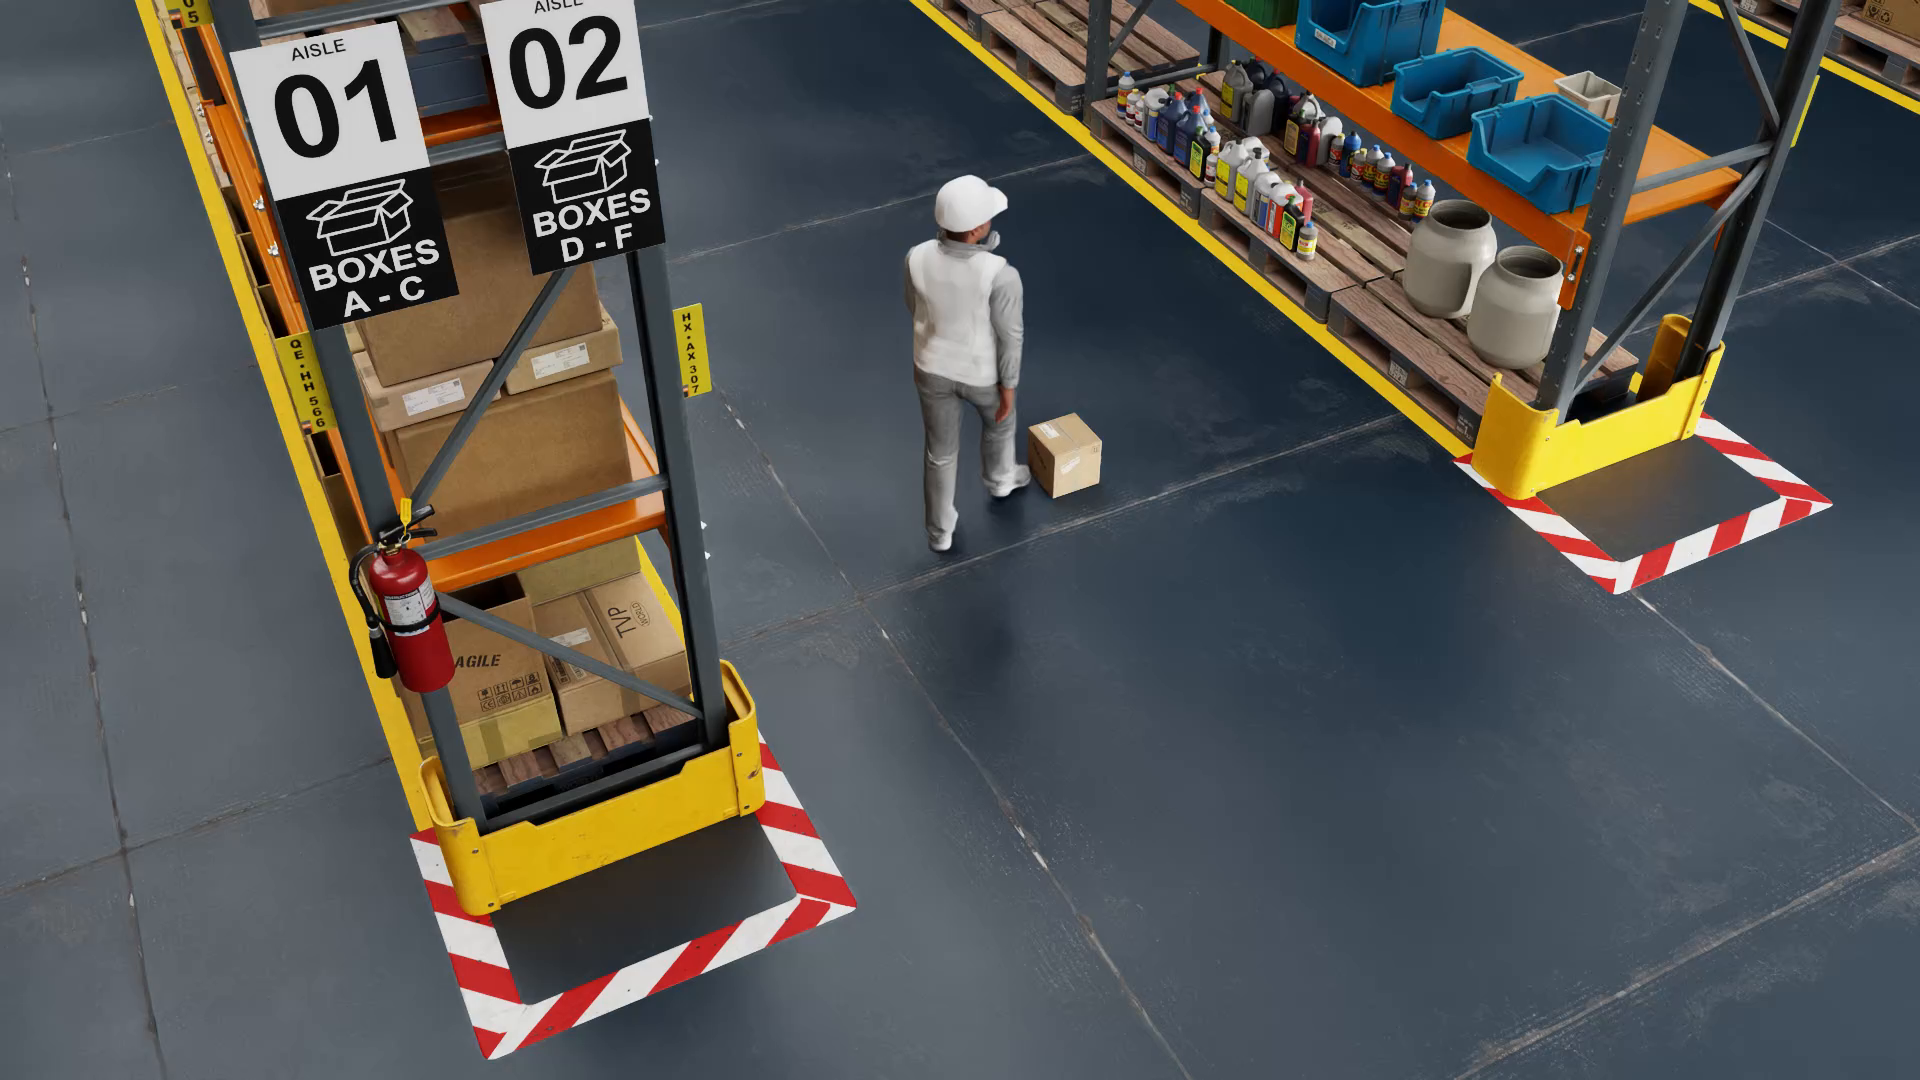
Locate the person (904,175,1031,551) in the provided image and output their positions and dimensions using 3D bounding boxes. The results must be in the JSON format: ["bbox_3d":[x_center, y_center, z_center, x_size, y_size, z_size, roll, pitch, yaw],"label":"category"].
[{"bbox_3d":[0.048,-0.801,7.056,0.563,1.782,0.744,12,42,13],"label":"person"}]
